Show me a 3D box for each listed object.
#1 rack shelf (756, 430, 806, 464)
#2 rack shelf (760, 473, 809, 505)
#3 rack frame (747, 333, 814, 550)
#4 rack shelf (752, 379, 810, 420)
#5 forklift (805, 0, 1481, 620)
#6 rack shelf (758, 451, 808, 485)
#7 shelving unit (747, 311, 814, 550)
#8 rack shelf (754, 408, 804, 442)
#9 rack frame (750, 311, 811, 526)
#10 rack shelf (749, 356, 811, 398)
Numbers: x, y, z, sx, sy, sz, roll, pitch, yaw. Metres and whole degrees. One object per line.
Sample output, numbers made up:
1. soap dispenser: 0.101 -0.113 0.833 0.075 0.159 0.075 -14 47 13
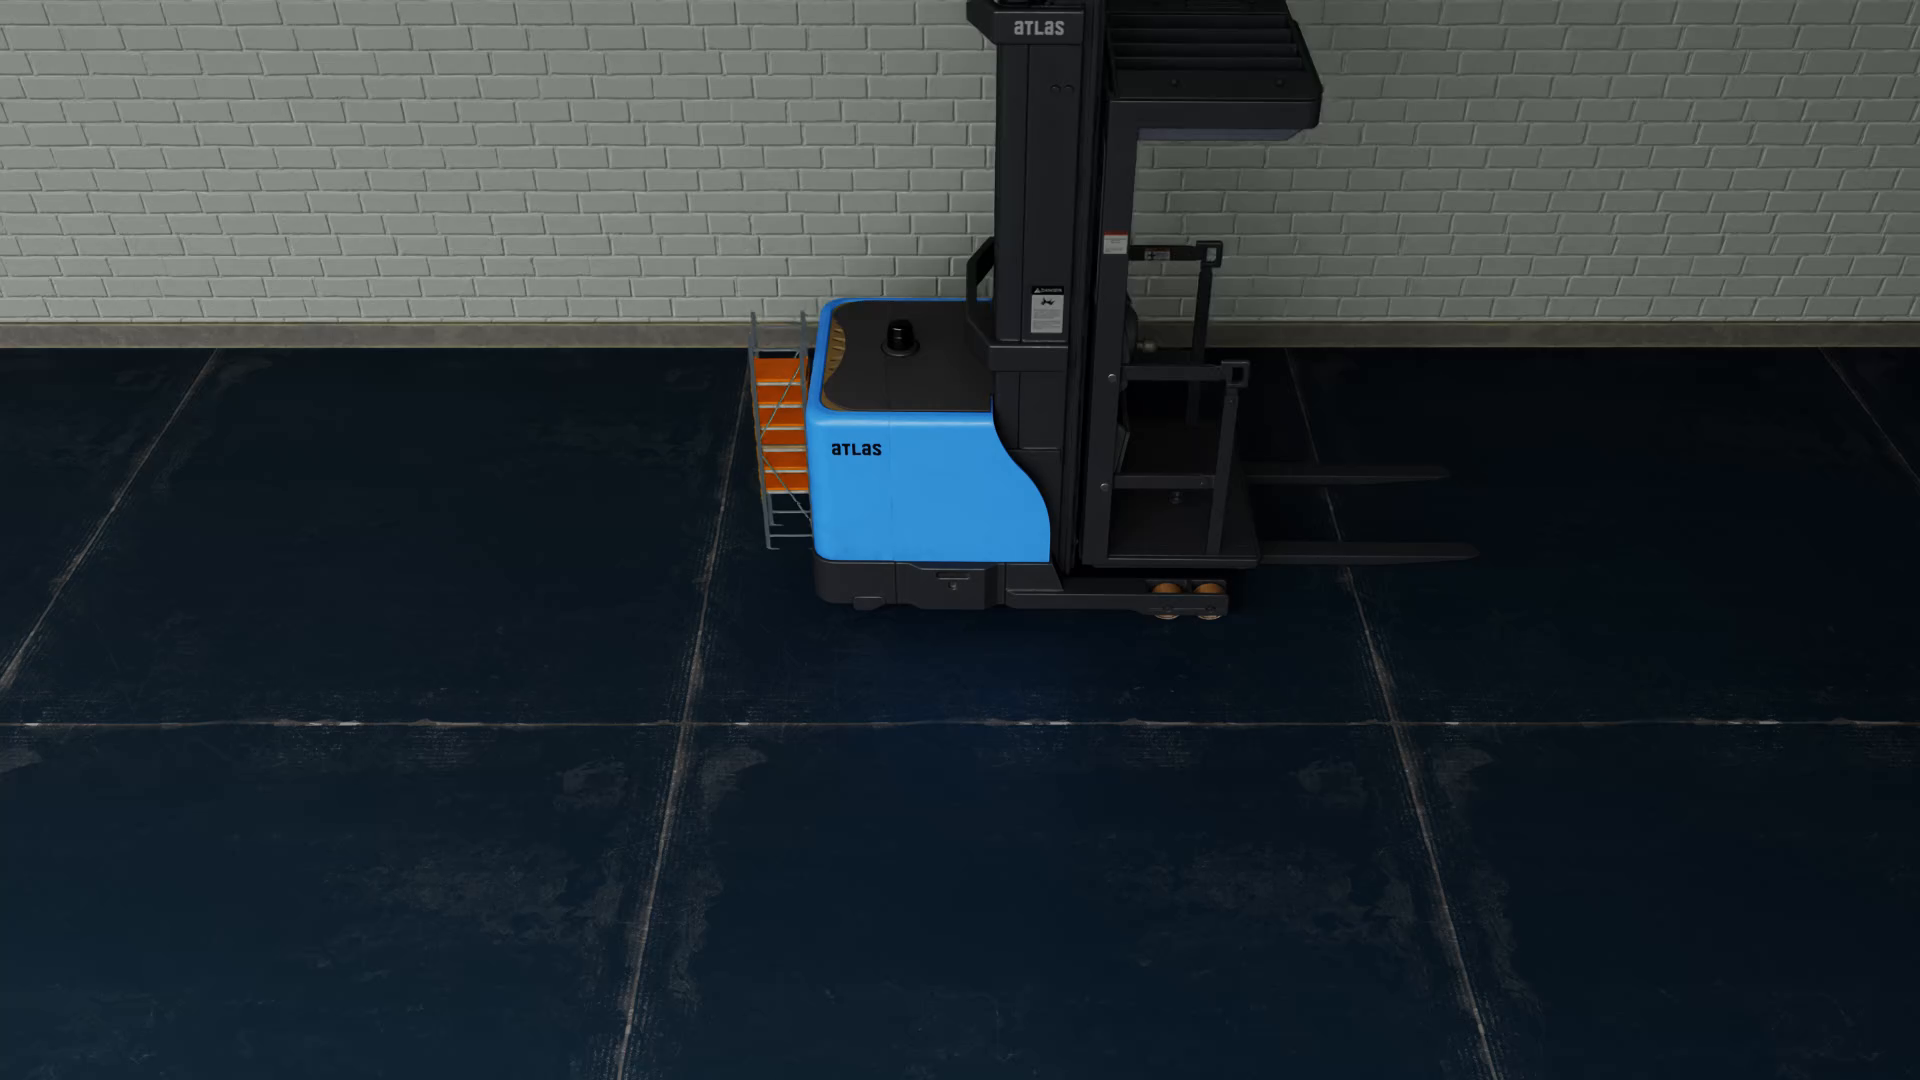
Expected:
1. rack shelf: -0.803 -0.448 7.666 0.258 0.103 0.180 0 39 -1
2. rack shelf: -0.803 -0.260 7.816 0.258 0.103 0.180 0 39 -1
3. rack frame: -0.802 -0.425 7.567 0.240 1.200 0.006 0 39 -1
4. rack shelf: -0.803 -0.635 7.516 0.258 0.103 0.180 0 39 -1
5. forklift: 0.855 -1.119 7.048 3.031 2.935 1.130 0 39 0
6. rack shelf: -0.803 -0.354 7.741 0.258 0.103 0.180 0 39 -1
7. shelving unit: -0.803 -0.482 7.638 0.258 1.200 0.189 0 39 -1
8. rack shelf: -0.803 -0.541 7.591 0.258 0.103 0.180 0 39 -1
9. rack frame: -0.804 -0.540 7.709 0.240 1.200 0.006 0 39 -1
10. rack shelf: -0.803 -0.729 7.441 0.258 0.103 0.180 0 39 -1
